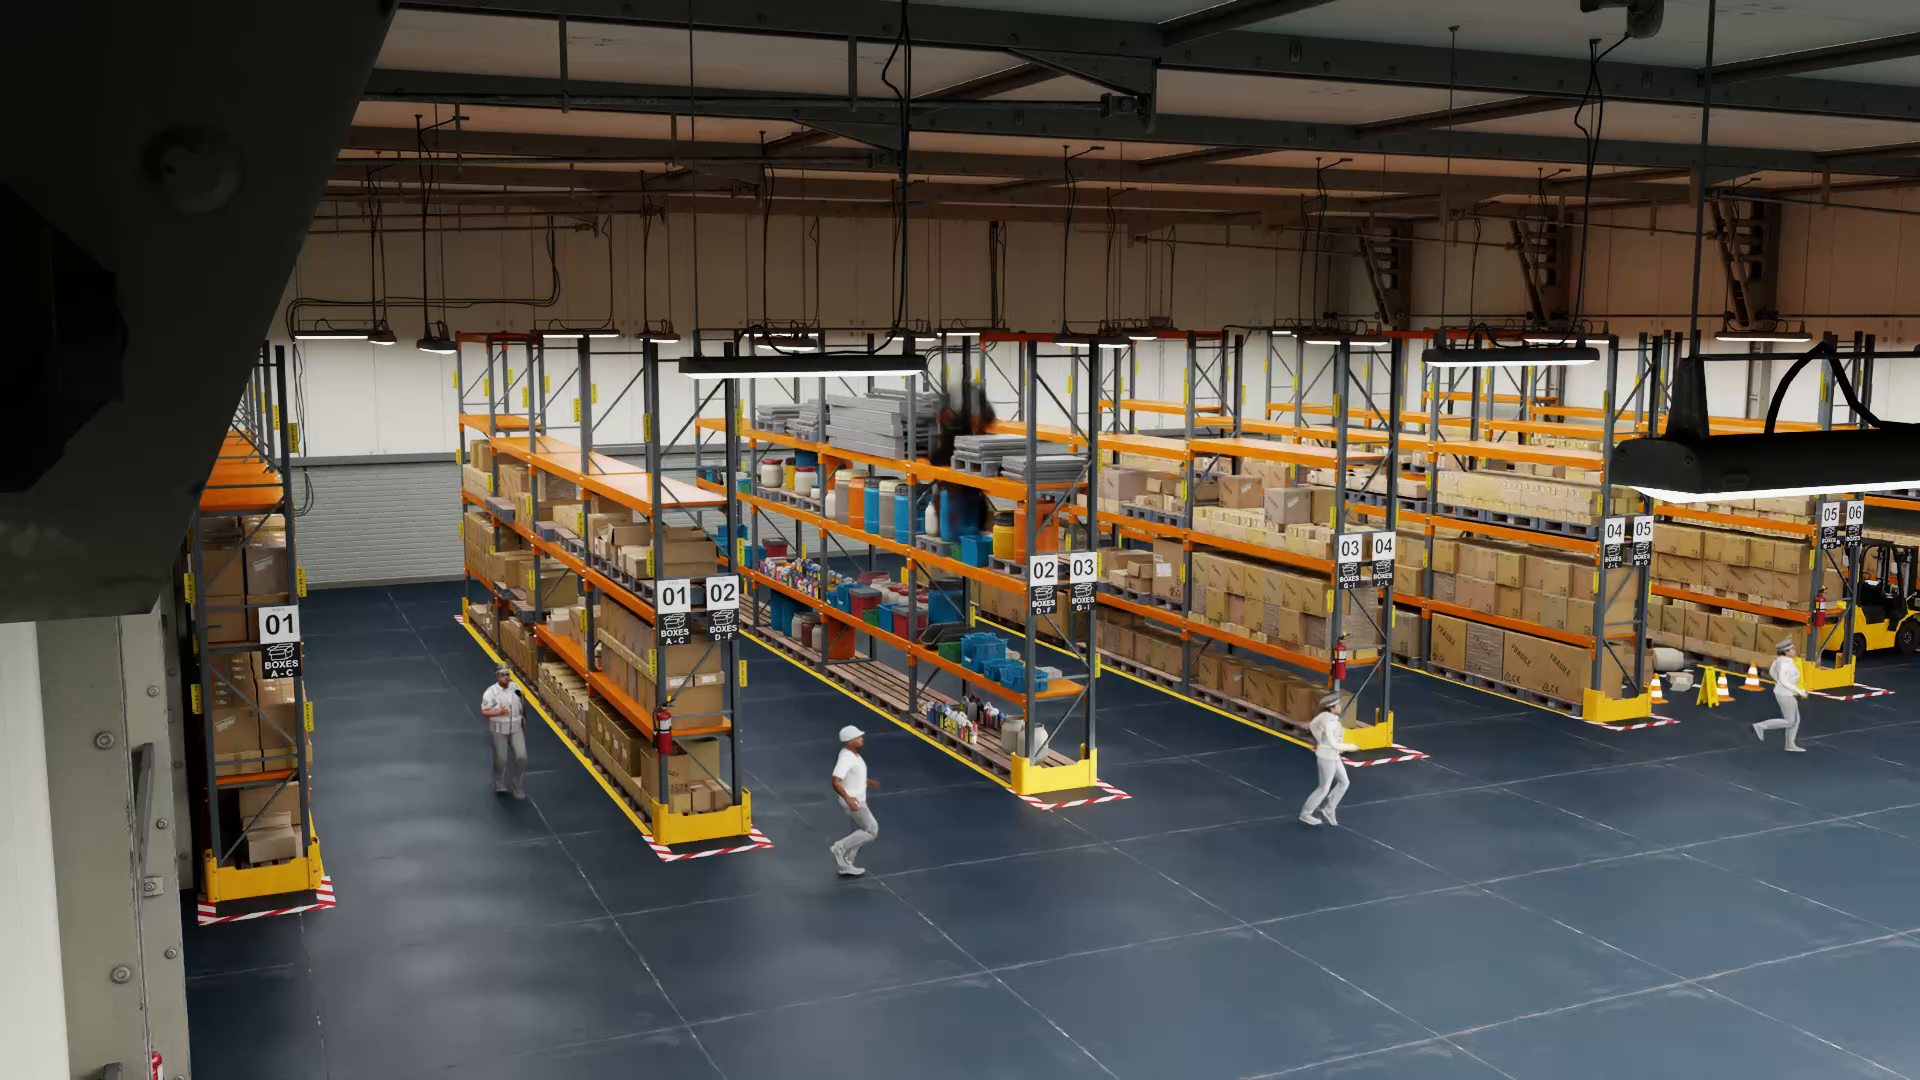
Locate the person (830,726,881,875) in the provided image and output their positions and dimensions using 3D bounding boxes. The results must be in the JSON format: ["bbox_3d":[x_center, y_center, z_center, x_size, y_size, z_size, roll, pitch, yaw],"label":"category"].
[{"bbox_3d":[-1.185,2.952,18.845,0.579,1.724,0.698,0,8,-3],"label":"person"}]

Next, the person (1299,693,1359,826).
[{"bbox_3d":[4.583,2.746,20.631,0.705,1.741,0.628,1,8,10],"label":"person"}]

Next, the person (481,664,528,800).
[{"bbox_3d":[-5.958,2.527,21.876,0.640,1.831,0.727,-5,9,-33],"label":"person"}]

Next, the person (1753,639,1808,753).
[{"bbox_3d":[11.962,2.262,24.197,0.726,1.668,0.551,3,8,19],"label":"person"}]
